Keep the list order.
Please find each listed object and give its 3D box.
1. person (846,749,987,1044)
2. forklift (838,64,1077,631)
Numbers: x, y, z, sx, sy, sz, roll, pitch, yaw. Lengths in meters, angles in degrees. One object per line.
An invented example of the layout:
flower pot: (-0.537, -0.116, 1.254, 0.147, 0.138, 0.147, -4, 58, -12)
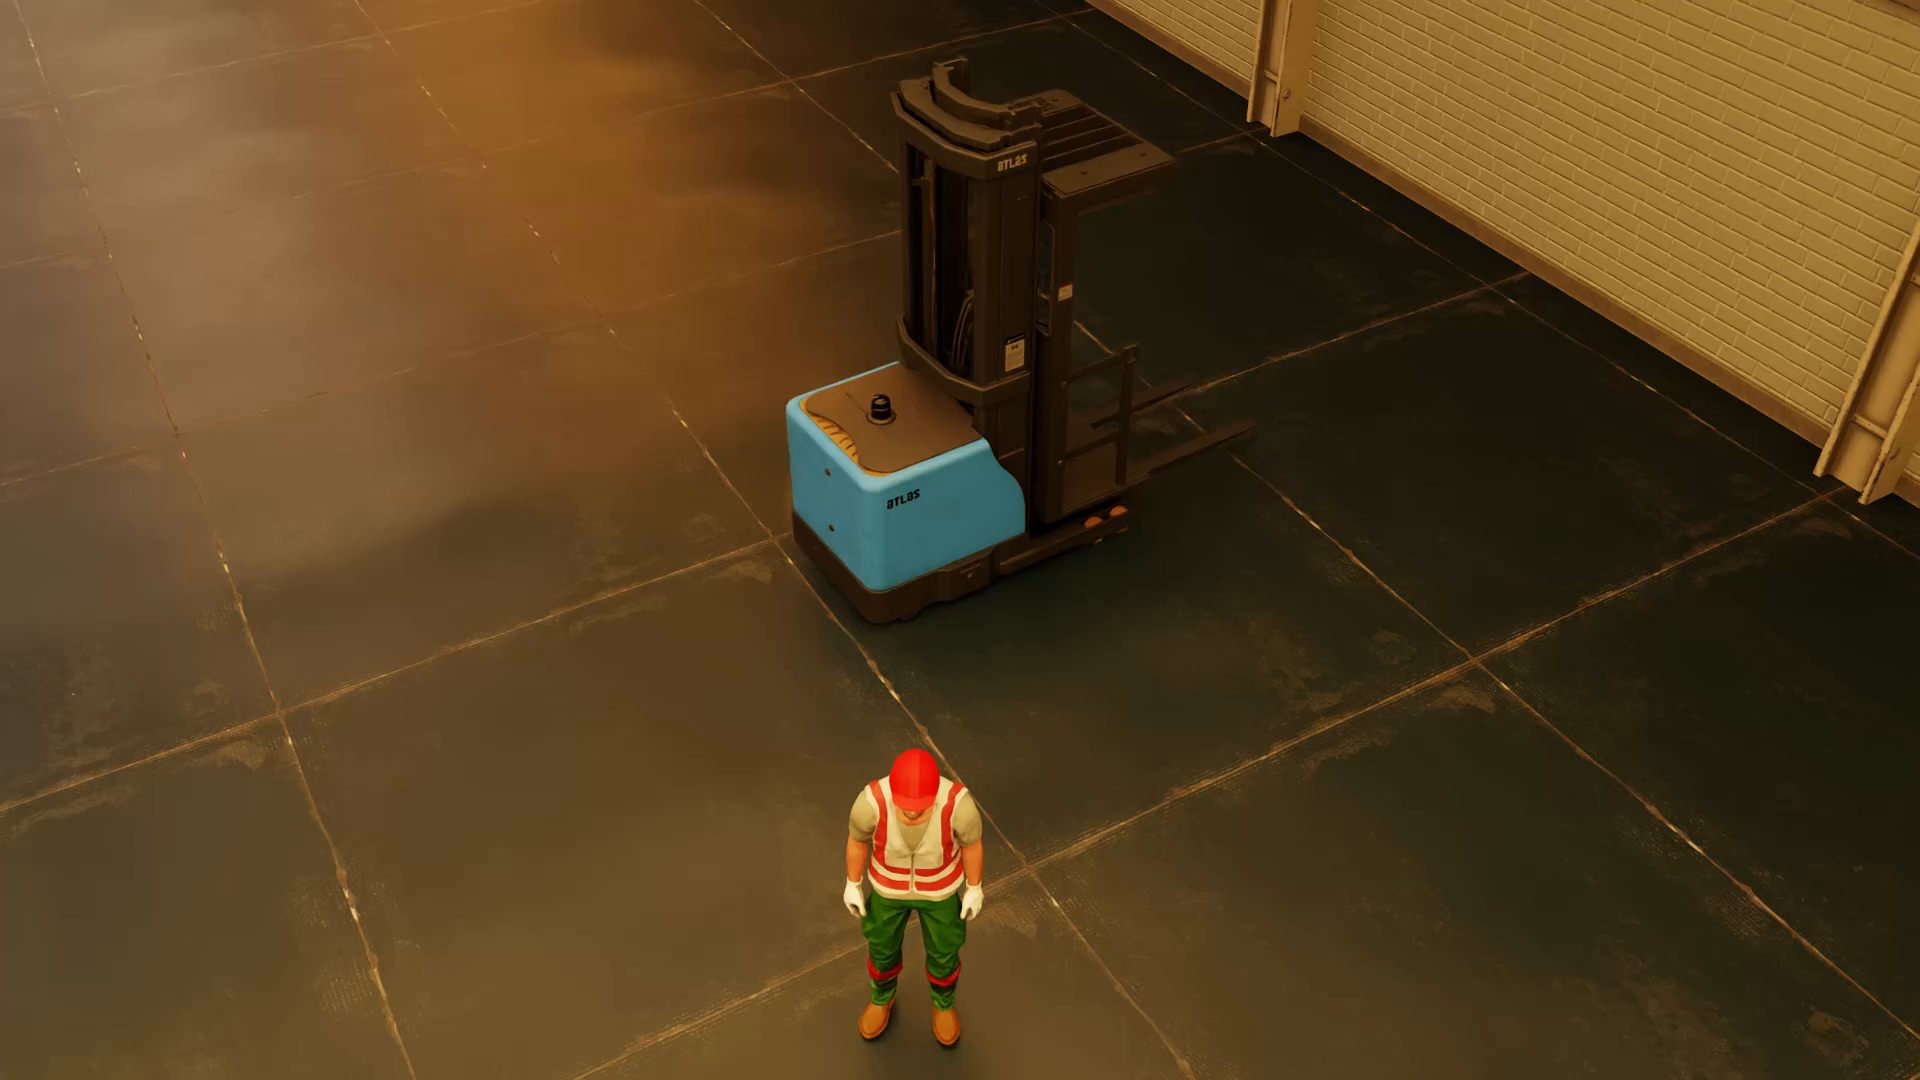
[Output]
person: (-0.189, 1.504, 7.130, 0.608, 1.777, 0.454, 1, 40, 2)
forklift: (0.062, -1.546, 9.900, 1.130, 2.935, 3.031, 6, 40, 7)
